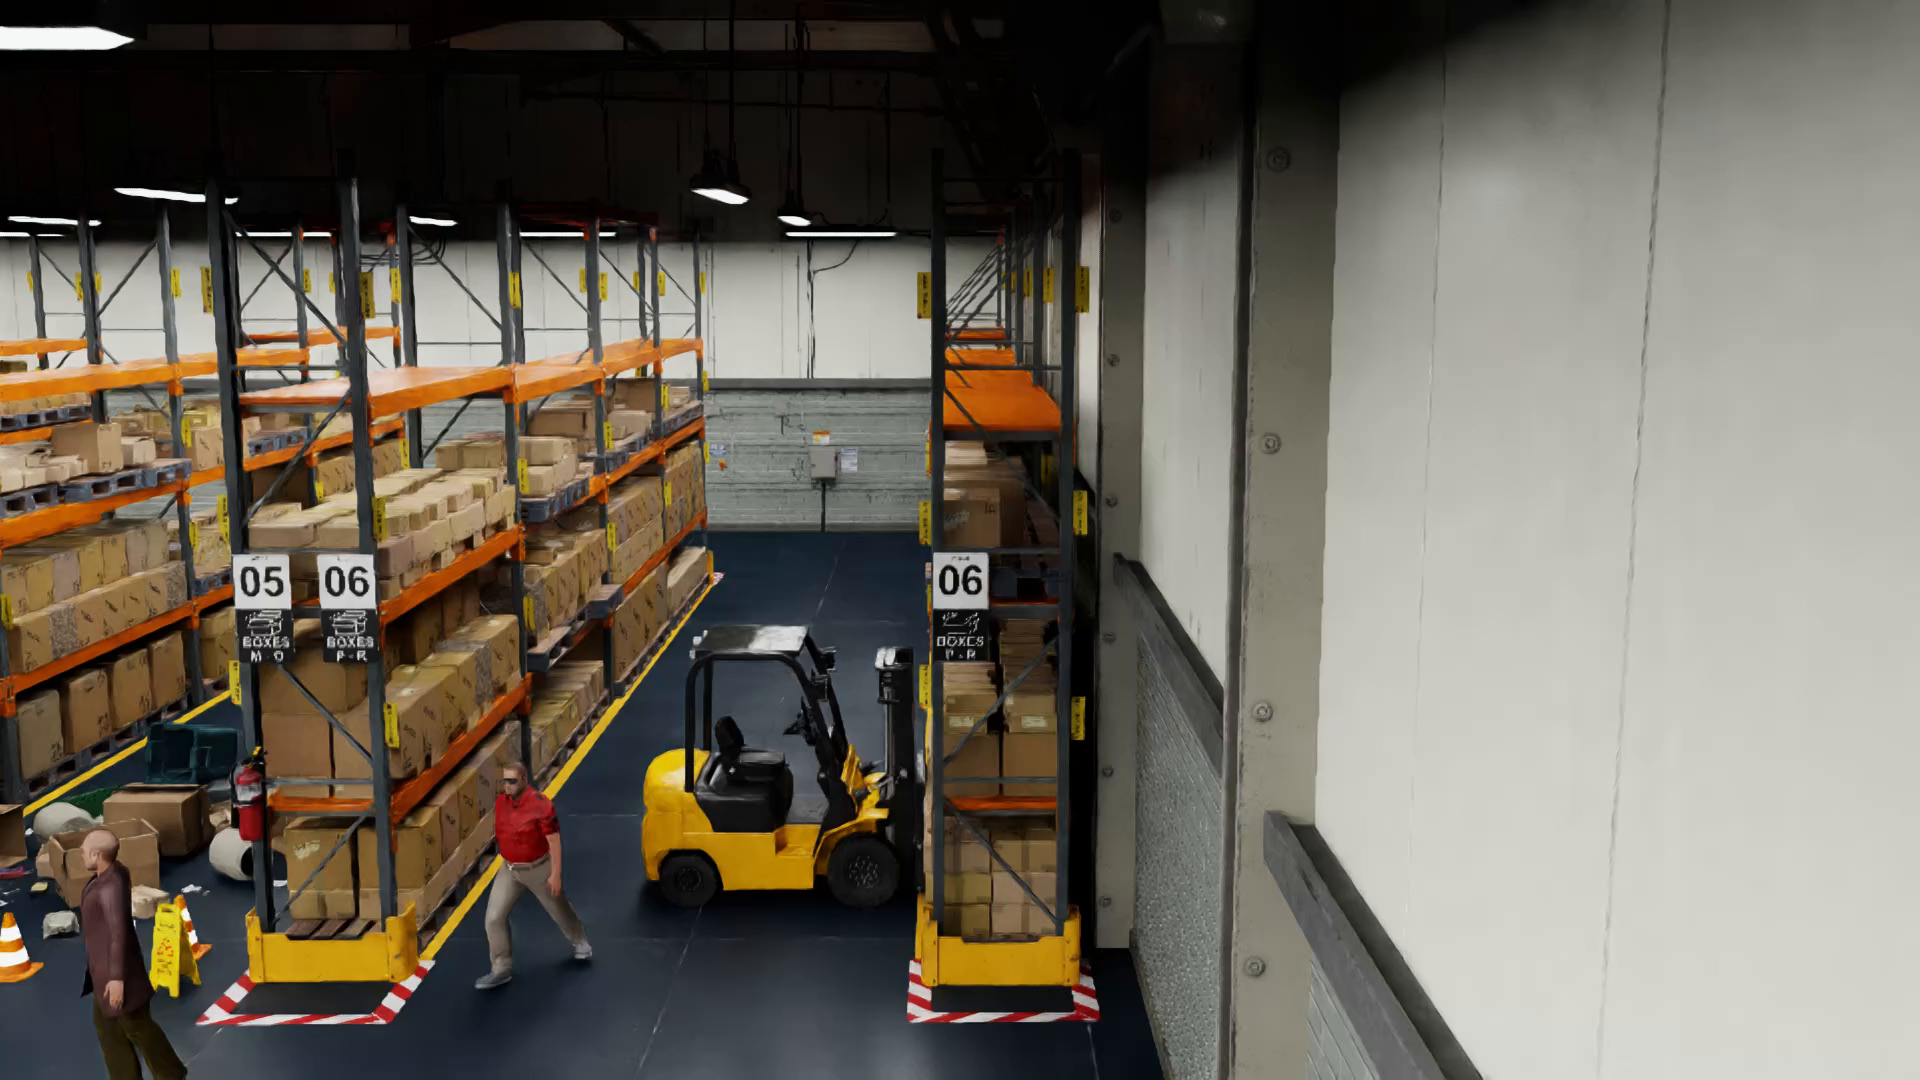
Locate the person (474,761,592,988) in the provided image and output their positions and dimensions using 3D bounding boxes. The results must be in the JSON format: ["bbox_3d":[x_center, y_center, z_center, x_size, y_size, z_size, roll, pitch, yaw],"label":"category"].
[{"bbox_3d":[-3.154,2.402,12.259,0.584,1.663,0.977,3,10,19],"label":"person"}]

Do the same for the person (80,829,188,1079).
[{"bbox_3d":[-5.206,2.659,10.390,0.587,1.769,0.689,-5,10,-29],"label":"person"}]
